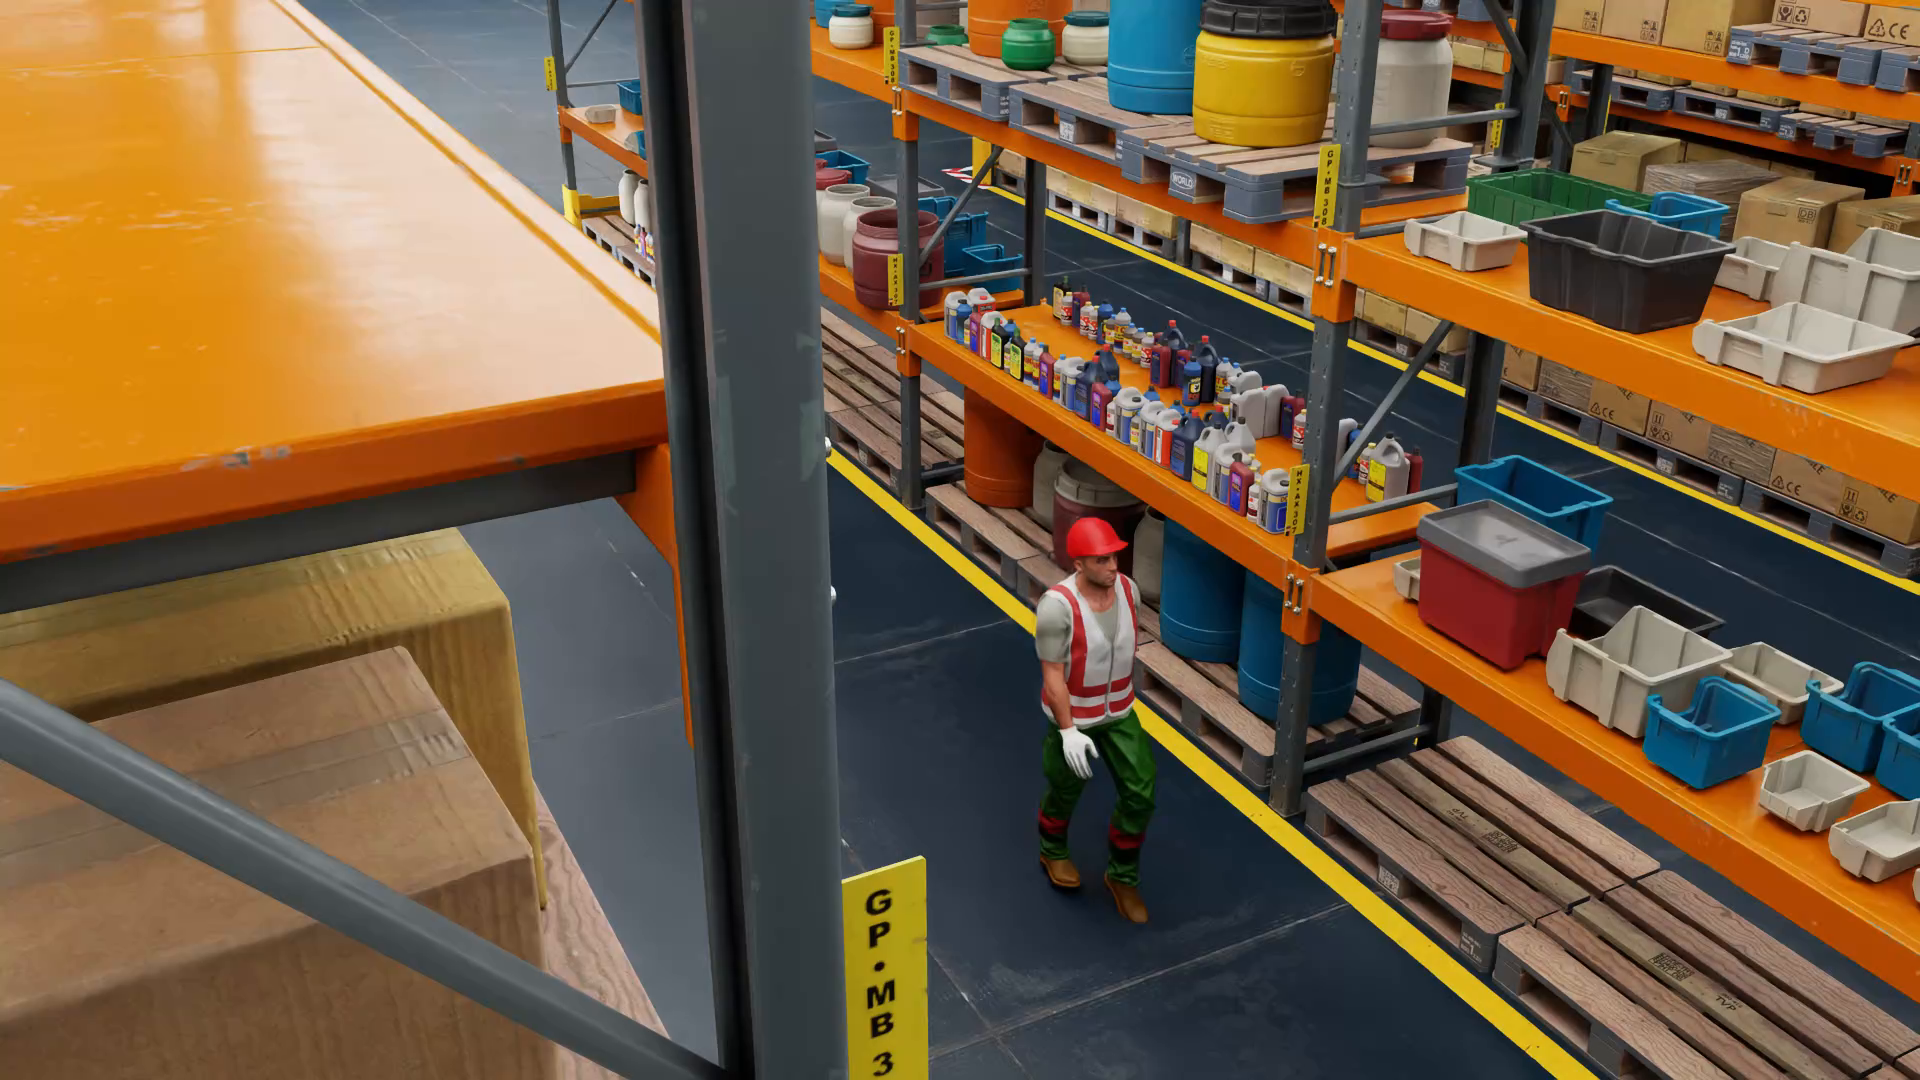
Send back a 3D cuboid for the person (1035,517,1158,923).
[{"bbox_3d":[0.568,0.768,6.983,0.538,1.847,0.590,-13,28,-25],"label":"person"}]
